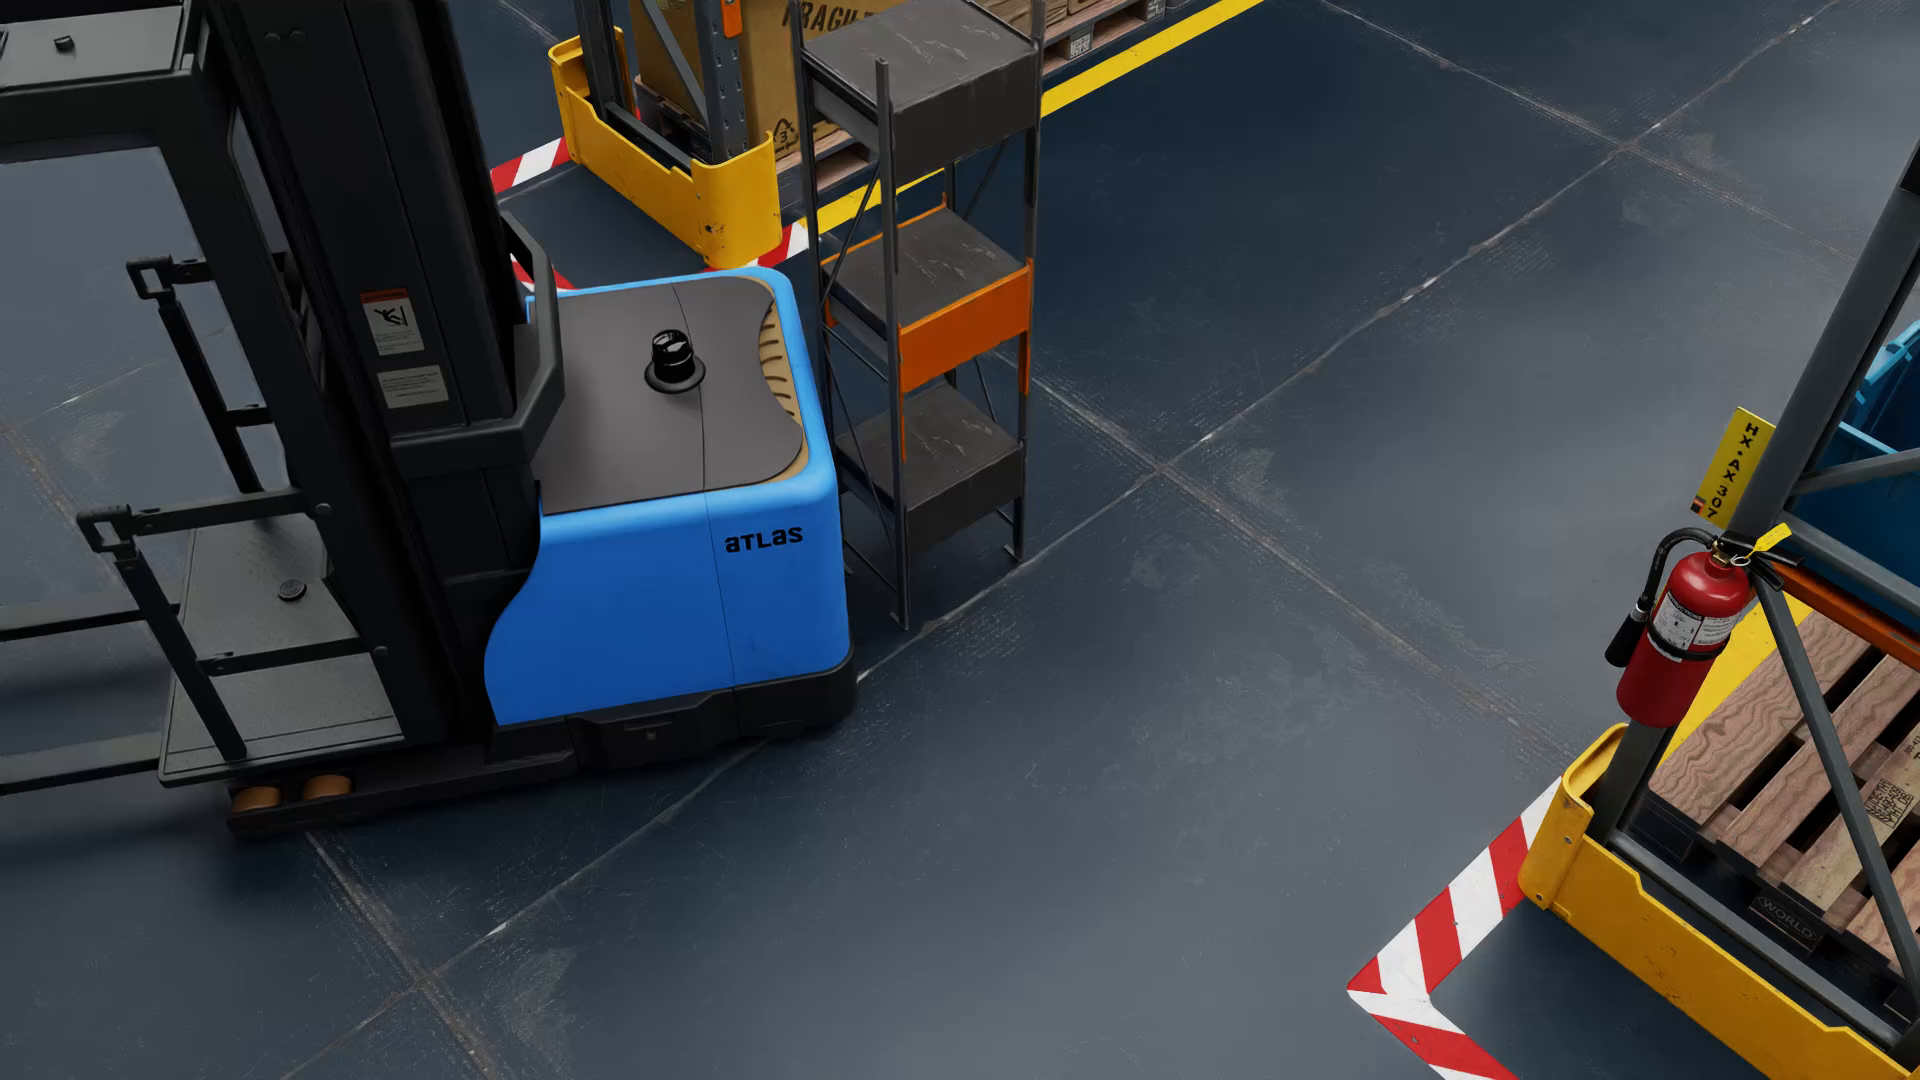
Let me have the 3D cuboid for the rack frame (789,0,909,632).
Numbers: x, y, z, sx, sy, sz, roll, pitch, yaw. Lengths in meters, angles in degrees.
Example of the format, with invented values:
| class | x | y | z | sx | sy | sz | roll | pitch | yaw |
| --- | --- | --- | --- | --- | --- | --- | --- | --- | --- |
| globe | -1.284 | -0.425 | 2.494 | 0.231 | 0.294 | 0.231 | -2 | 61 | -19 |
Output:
| class | x | y | z | sx | sy | sz | roll | pitch | yaw |
| --- | --- | --- | --- | --- | --- | --- | --- | --- | --- |
| rack frame | -0.298 | -0.529 | 4.809 | 0.015 | 2.100 | 0.400 | -30 | 54 | -25 |

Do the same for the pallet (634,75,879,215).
| class | x | y | z | sx | sy | sz | roll | pitch | yaw |
| --- | --- | --- | --- | --- | --- | --- | --- | --- | --- |
| pallet | -0.671 | -1.994 | 7.447 | 1.213 | 0.211 | 1.003 | -34 | 56 | -27 |

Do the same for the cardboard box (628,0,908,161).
| class | x | y | z | sx | sy | sz | roll | pitch | yaw |
| --- | --- | --- | --- | --- | --- | --- | --- | --- | --- |
| cardboard box | -0.790 | -2.284 | 6.976 | 0.875 | 0.875 | 0.875 | -34 | 56 | -27 |

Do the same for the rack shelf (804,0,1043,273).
| class | x | y | z | sx | sy | sz | roll | pitch | yaw |
| --- | --- | --- | --- | --- | --- | --- | --- | --- | --- |
| rack shelf | -0.107 | -1.106 | 4.408 | 0.480 | 0.518 | 0.431 | -30 | 54 | -25 |

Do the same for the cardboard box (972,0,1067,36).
| class | x | y | z | sx | sy | sz | roll | pitch | yaw |
| --- | --- | --- | --- | --- | --- | --- | --- | --- | --- |
| cardboard box | -0.117 | -2.734 | 7.392 | 0.875 | 0.875 | 0.875 | -34 | 56 | -27 |

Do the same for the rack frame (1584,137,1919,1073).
| class | x | y | z | sx | sy | sz | roll | pitch | yaw |
| --- | --- | --- | --- | --- | --- | --- | --- | --- | --- |
| rack frame | 2.122 | 0.191 | 3.533 | 0.127 | 3.000 | 1.000 | -34 | 56 | -27 |

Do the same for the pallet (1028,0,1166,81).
| class | x | y | z | sx | sy | sz | roll | pitch | yaw |
| --- | --- | --- | --- | --- | --- | --- | --- | --- | --- |
| pallet | 0.231 | -2.595 | 8.000 | 1.213 | 0.211 | 1.003 | -34 | 56 | -27 |

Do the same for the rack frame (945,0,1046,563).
| class | x | y | z | sx | sy | sz | roll | pitch | yaw |
| --- | --- | --- | --- | --- | --- | --- | --- | --- | --- |
| rack frame | 0.085 | -0.751 | 5.014 | 0.015 | 2.100 | 0.400 | -30 | 54 | -25 |

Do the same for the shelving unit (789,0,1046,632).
| class | x | y | z | sx | sy | sz | roll | pitch | yaw |
| --- | --- | --- | --- | --- | --- | --- | --- | --- | --- |
| shelving unit | -0.106 | -0.640 | 4.912 | 0.503 | 2.100 | 0.431 | -30 | 54 | -25 |

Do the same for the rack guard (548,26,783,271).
| class | x | y | z | sx | sy | sz | roll | pitch | yaw |
| --- | --- | --- | --- | --- | --- | --- | --- | --- | --- |
| rack guard | -1.228 | -1.643 | 6.925 | 0.348 | 0.500 | 1.175 | -34 | 56 | -27 |

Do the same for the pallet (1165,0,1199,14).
| class | x | y | z | sx | sy | sz | roll | pitch | yaw |
| --- | --- | --- | --- | --- | --- | --- | --- | --- | --- |
| pallet | 1.134 | -3.201 | 8.560 | 1.213 | 0.211 | 1.003 | -34 | 56 | -27 |

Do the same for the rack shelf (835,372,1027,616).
| class | x | y | z | sx | sy | sz | roll | pitch | yaw |
| --- | --- | --- | --- | --- | --- | --- | --- | --- | --- |
| rack shelf | -0.106 | -0.156 | 5.436 | 0.480 | 0.518 | 0.431 | -30 | 54 | -25 |

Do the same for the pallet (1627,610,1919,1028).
| class | x | y | z | sx | sy | sz | roll | pitch | yaw |
| --- | --- | --- | --- | --- | --- | --- | --- | --- | --- |
| pallet | 2.758 | 0.750 | 4.914 | 1.213 | 0.211 | 1.003 | -34 | 56 | -27 |

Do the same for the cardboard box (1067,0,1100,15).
| class | x | y | z | sx | sy | sz | roll | pitch | yaw |
| --- | --- | --- | --- | --- | --- | --- | --- | --- | --- |
| cardboard box | 0.541 | -3.174 | 7.798 | 0.875 | 0.875 | 0.875 | -34 | 56 | -27 |

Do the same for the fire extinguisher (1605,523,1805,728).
| class | x | y | z | sx | sy | sz | roll | pitch | yaw |
| --- | --- | --- | --- | --- | --- | --- | --- | --- | --- |
| fire extinguisher | 1.705 | 0.171 | 3.857 | 0.183 | 0.674 | 0.296 | -34 | 56 | -27 |

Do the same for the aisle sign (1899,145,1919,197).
| class | x | y | z | sx | sy | sz | roll | pitch | yaw |
| --- | --- | --- | --- | --- | --- | --- | --- | --- | --- |
| aisle sign | 1.872 | -0.814 | 2.691 | 0.004 | 0.787 | 0.394 | -34 | 56 | -27 |

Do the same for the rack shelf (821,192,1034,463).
| class | x | y | z | sx | sy | sz | roll | pitch | yaw |
| --- | --- | --- | --- | --- | --- | --- | --- | --- | --- |
| rack shelf | -0.106 | -0.631 | 4.922 | 0.480 | 0.518 | 0.431 | -30 | 54 | -25 |

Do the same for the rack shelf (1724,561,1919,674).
| class | x | y | z | sx | sy | sz | roll | pitch | yaw |
| --- | --- | --- | --- | --- | --- | --- | --- | --- | --- |
| rack shelf | 3.602 | -0.554 | 4.709 | 4.000 | 0.370 | 1.077 | -34 | 56 | -27 |

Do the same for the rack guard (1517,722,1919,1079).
| class | x | y | z | sx | sy | sz | roll | pitch | yaw |
| --- | --- | --- | --- | --- | --- | --- | --- | --- | --- |
| rack guard | 2.113 | 1.058 | 4.434 | 0.348 | 0.500 | 1.175 | -34 | 56 | -27 |

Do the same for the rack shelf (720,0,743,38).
| class | x | y | z | sx | sy | sz | roll | pitch | yaw |
| --- | --- | --- | --- | --- | --- | --- | --- | --- | --- |
| rack shelf | 0.270 | -3.247 | 7.195 | 4.000 | 0.370 | 1.077 | -34 | 56 | -27 |

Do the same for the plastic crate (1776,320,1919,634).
| class | x | y | z | sx | sy | sz | roll | pitch | yaw |
| --- | --- | --- | --- | --- | --- | --- | --- | --- | --- |
| plastic crate | 2.244 | -0.108 | 3.744 | 0.499 | 0.435 | 0.616 | -34 | 56 | -27 |

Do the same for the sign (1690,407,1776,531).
| class | x | y | z | sx | sy | sz | roll | pitch | yaw |
| --- | --- | --- | --- | --- | --- | --- | --- | --- | --- |
| sign | 1.740 | -0.155 | 3.741 | 0.005 | 0.325 | 0.100 | -34 | 56 | -27 |

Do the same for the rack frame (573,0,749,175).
| class | x | y | z | sx | sy | sz | roll | pitch | yaw |
| --- | --- | --- | --- | --- | --- | --- | --- | --- | --- |
| rack frame | -1.210 | -2.502 | 6.018 | 0.127 | 3.000 | 1.000 | -34 | 56 | -27 |

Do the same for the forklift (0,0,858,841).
| class | x | y | z | sx | sy | sz | roll | pitch | yaw |
| --- | --- | --- | --- | --- | --- | --- | --- | --- | --- |
| forklift | -1.892 | -0.539 | 4.253 | 3.031 | 2.935 | 1.130 | -9 | 48 | -8 |
